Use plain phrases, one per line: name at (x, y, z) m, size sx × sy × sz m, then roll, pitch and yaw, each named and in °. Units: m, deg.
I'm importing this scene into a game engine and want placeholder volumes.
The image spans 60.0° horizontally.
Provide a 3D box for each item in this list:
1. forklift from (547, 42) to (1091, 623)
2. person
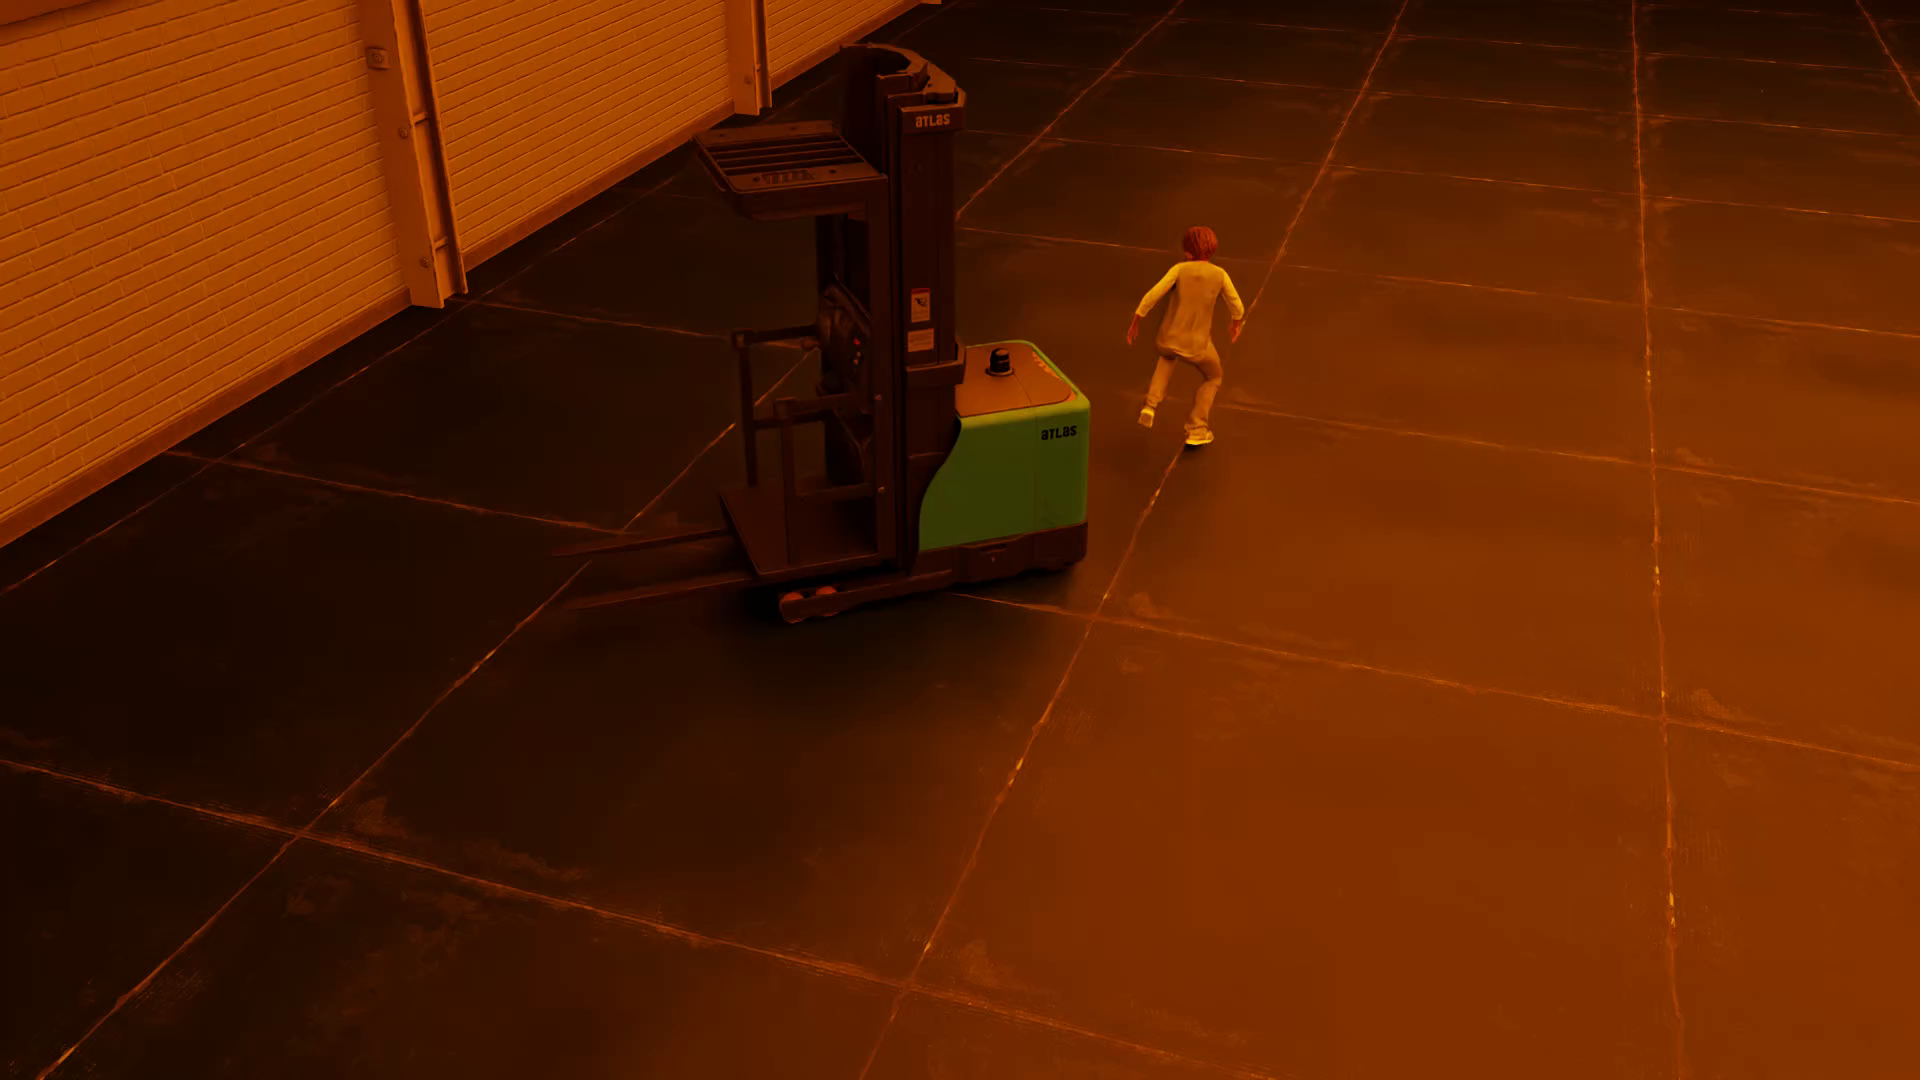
forklift at (-0.825, -1.104, 9.074) m, size 3.031 × 2.935 × 1.130 m, roll -10°, pitch 31°, yaw -17°
person at (1.494, -1.343, 10.958) m, size 0.695 × 1.504 × 0.527 m, roll 11°, pitch 31°, yaw 19°
